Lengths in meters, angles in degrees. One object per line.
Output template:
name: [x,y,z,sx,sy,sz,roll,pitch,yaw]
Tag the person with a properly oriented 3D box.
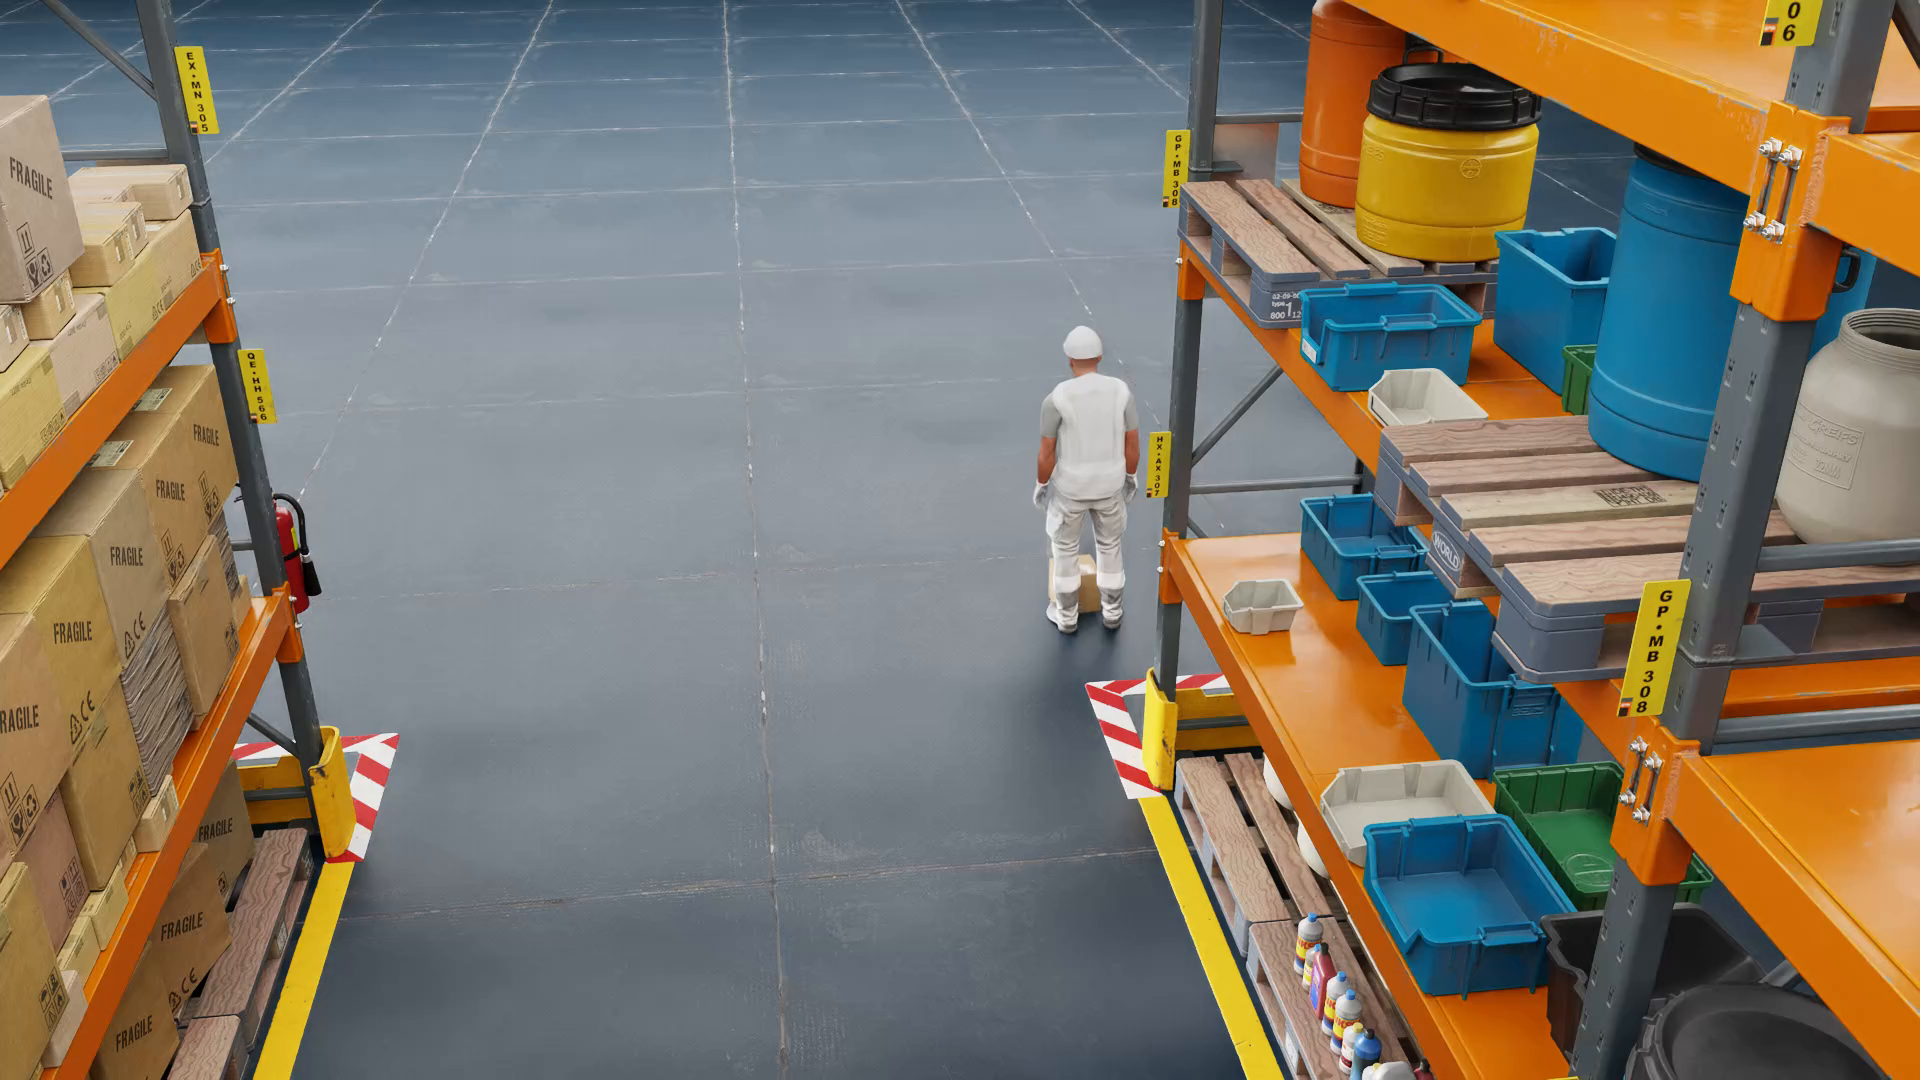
person: [0.700,-0.316,9.226,0.608,1.777,0.453,-5,27,-10]
